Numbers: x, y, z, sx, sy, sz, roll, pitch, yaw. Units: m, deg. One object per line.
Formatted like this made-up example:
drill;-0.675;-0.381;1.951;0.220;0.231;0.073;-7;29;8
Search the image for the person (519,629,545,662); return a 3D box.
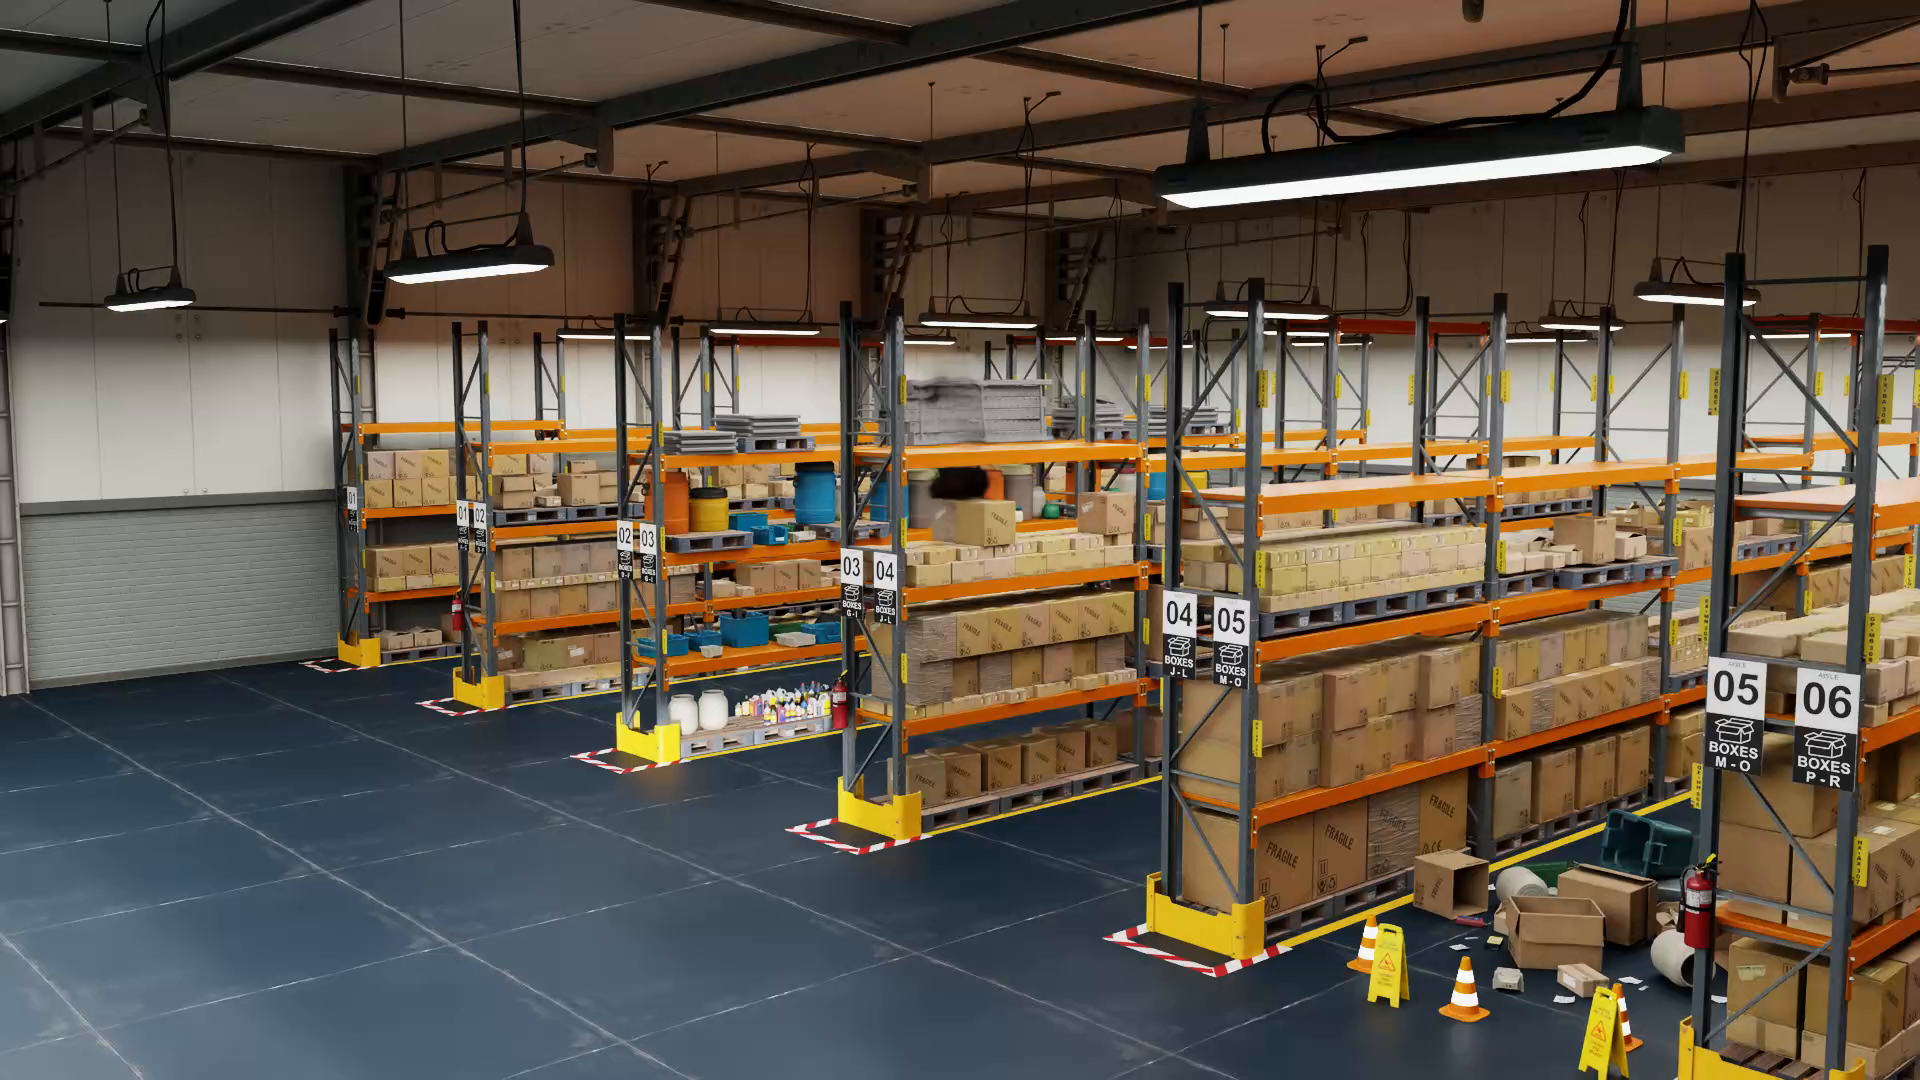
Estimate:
person;-7.235;1.558;28.533;1.021;1.696;0.705;-5;8;-42
